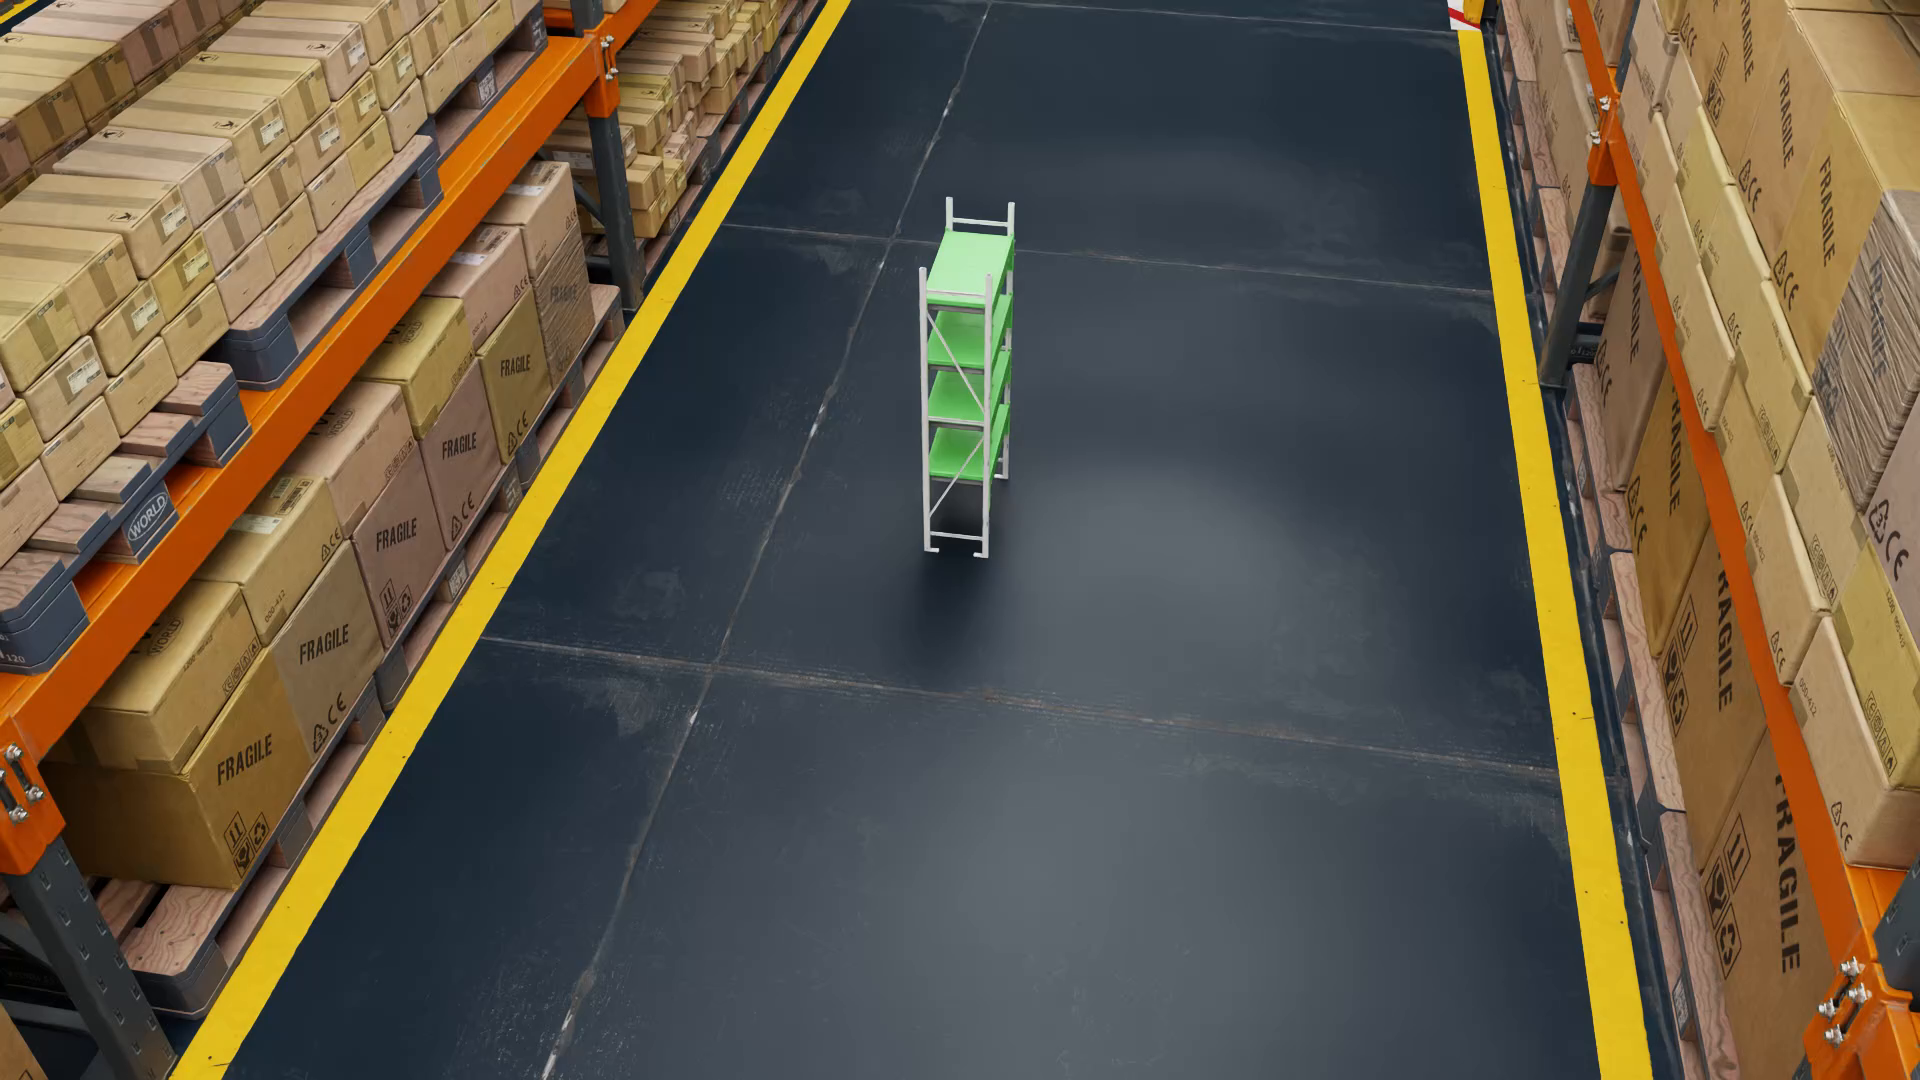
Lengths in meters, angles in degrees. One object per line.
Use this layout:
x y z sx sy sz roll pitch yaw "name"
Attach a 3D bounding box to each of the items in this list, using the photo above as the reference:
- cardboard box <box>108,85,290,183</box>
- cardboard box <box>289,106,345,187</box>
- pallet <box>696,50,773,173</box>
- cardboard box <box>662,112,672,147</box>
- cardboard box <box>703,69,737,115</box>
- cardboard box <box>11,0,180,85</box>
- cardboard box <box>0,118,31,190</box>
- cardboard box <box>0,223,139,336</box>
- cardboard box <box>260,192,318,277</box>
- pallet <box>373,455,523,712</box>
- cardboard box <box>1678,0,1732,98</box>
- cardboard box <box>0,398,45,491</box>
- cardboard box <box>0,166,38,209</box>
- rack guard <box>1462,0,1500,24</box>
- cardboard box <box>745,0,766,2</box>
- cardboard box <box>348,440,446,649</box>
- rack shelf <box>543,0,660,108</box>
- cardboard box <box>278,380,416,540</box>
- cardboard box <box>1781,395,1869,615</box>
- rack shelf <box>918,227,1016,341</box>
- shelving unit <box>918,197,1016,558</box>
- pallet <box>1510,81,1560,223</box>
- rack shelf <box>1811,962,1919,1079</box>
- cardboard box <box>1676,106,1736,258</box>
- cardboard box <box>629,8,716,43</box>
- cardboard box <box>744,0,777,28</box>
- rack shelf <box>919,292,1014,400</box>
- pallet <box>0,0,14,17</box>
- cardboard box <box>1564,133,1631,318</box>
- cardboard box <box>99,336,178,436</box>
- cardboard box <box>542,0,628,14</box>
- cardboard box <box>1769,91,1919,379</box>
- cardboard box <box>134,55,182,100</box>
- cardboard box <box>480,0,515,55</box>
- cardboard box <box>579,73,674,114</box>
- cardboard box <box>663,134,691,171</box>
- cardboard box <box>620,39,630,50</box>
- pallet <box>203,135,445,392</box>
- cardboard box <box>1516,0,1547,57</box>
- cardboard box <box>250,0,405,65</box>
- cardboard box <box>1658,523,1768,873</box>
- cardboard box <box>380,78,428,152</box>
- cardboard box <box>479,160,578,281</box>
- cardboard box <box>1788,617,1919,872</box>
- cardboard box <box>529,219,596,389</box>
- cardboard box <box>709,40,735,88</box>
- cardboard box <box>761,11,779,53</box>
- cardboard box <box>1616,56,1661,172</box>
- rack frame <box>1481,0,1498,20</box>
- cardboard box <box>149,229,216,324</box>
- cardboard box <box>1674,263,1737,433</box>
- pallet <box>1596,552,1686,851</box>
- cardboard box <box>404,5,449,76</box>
-2.136 -1.145 4.681 0.380 0.149 0.250 8 40 9 "cardboard box"
-2.087 -1.196 4.976 0.380 0.149 0.250 8 40 9 "cardboard box"
-1.651 -2.386 8.970 1.003 0.211 1.213 6 40 8 "pallet"
-1.601 -1.963 7.944 0.380 0.149 0.250 6 40 7 "cardboard box"
-1.377 -2.342 8.636 0.380 0.149 0.250 5 40 6 "cardboard box"
-2.685 -1.553 5.175 0.380 0.149 0.250 8 40 9 "cardboard box"
-2.819 -1.050 4.566 0.380 0.149 0.250 6 40 8 "cardboard box"
-2.272 -0.642 4.073 0.380 0.149 0.250 6 40 7 "cardboard box"
-2.129 -0.913 4.867 0.380 0.149 0.250 7 40 8 "cardboard box"
-2.283 0.064 6.006 1.003 0.211 1.213 6 40 8 "pallet"
2.532 -1.642 5.018 0.500 0.500 0.500 6 40 7 "cardboard box"
-2.352 -0.217 3.793 0.380 0.149 0.250 8 40 10 "cardboard box"
-2.819 -0.943 4.670 0.380 0.149 0.250 6 40 7 "cardboard box"
3.648 -3.347 9.905 1.175 0.500 0.348 6 40 8 "rack guard"
-1.209 -3.051 9.028 0.380 0.149 0.250 8 40 9 "cardboard box"
-2.092 -0.009 5.540 0.500 0.500 0.500 5 40 7 "cardboard box"
-1.595 -3.245 8.385 1.077 0.370 4.000 6 40 8 "rack shelf"
-2.089 -0.278 5.275 0.500 0.250 0.500 7 40 8 "cardboard box"
2.178 -0.063 3.698 0.500 0.250 0.500 5 40 7 "cardboard box"
0.029 -0.887 5.728 0.258 0.148 0.480 6 40 8 "rack shelf"
0.029 -0.566 5.993 0.258 1.200 0.503 6 40 8 "shelving unit"
3.369 -1.946 8.439 1.003 0.211 1.213 6 40 8 "pallet"
1.914 2.258 1.729 1.077 0.370 4.000 6 40 8 "rack shelf"
2.422 -1.030 4.868 0.500 0.250 0.500 7 40 8 "cardboard box"
-1.463 -2.580 8.458 0.380 0.149 0.250 5 40 6 "cardboard box"
-1.224 -2.940 9.126 0.380 0.149 0.250 7 40 8 "cardboard box"
0.029 -0.702 5.881 0.258 0.148 0.480 6 40 8 "rack shelf"
-6.391 -3.039 9.760 1.003 0.211 1.213 6 40 8 "pallet"
3.166 -1.341 7.199 0.875 0.438 0.875 6 40 7 "cardboard box"
-2.264 -0.418 4.269 0.380 0.149 0.250 8 40 10 "cardboard box"
-1.570 -2.312 6.889 0.380 0.149 0.250 8 40 9 "cardboard box"
2.265 -0.685 3.862 0.500 0.500 0.500 6 40 8 "cardboard box"
-2.684 -1.426 5.255 0.380 0.149 0.250 6 40 7 "cardboard box"
-1.859 -1.898 6.059 0.380 0.149 0.250 7 40 8 "cardboard box"
-1.576 -2.083 7.857 0.380 0.149 0.250 6 40 7 "cardboard box"
-1.524 -1.852 8.044 0.380 0.149 0.250 6 40 7 "cardboard box"
-1.905 -2.493 8.586 0.380 0.149 0.250 5 40 6 "cardboard box"
-2.331 -0.930 5.171 1.003 0.211 1.213 6 40 8 "pallet"
3.628 -3.044 9.259 0.875 0.438 0.875 5 40 6 "cardboard box"
-2.002 -1.639 5.278 0.380 0.149 0.250 5 40 6 "cardboard box"
2.620 0.399 4.751 0.875 0.875 0.875 7 40 8 "cardboard box"
-1.990 -1.409 5.468 0.380 0.149 0.250 5 40 6 "cardboard box"
-1.821 -1.259 6.463 0.500 0.250 0.500 5 40 6 "cardboard box"
2.092 0.438 3.484 0.500 0.250 0.500 5 40 6 "cardboard box"
-1.821 -0.973 6.705 0.500 0.500 0.500 6 40 7 "cardboard box"
-1.375 -2.453 8.537 0.380 0.149 0.250 6 40 7 "cardboard box"
-1.222 -2.835 9.233 0.380 0.149 0.250 5 40 6 "cardboard box"
2.616 -1.480 5.803 0.500 0.250 0.500 6 40 7 "cardboard box"
3.644 -4.295 9.091 1.000 3.000 0.127 6 40 8 "rack frame"
-2.221 -0.714 4.394 0.380 0.149 0.250 7 40 8 "cardboard box"
2.328 -0.522 4.645 0.500 0.250 0.500 6 40 7 "cardboard box"
2.684 0.551 5.418 1.003 0.211 1.213 6 40 8 "pallet"
-1.948 -1.682 5.565 0.380 0.149 0.250 5 40 6 "cardboard box"
